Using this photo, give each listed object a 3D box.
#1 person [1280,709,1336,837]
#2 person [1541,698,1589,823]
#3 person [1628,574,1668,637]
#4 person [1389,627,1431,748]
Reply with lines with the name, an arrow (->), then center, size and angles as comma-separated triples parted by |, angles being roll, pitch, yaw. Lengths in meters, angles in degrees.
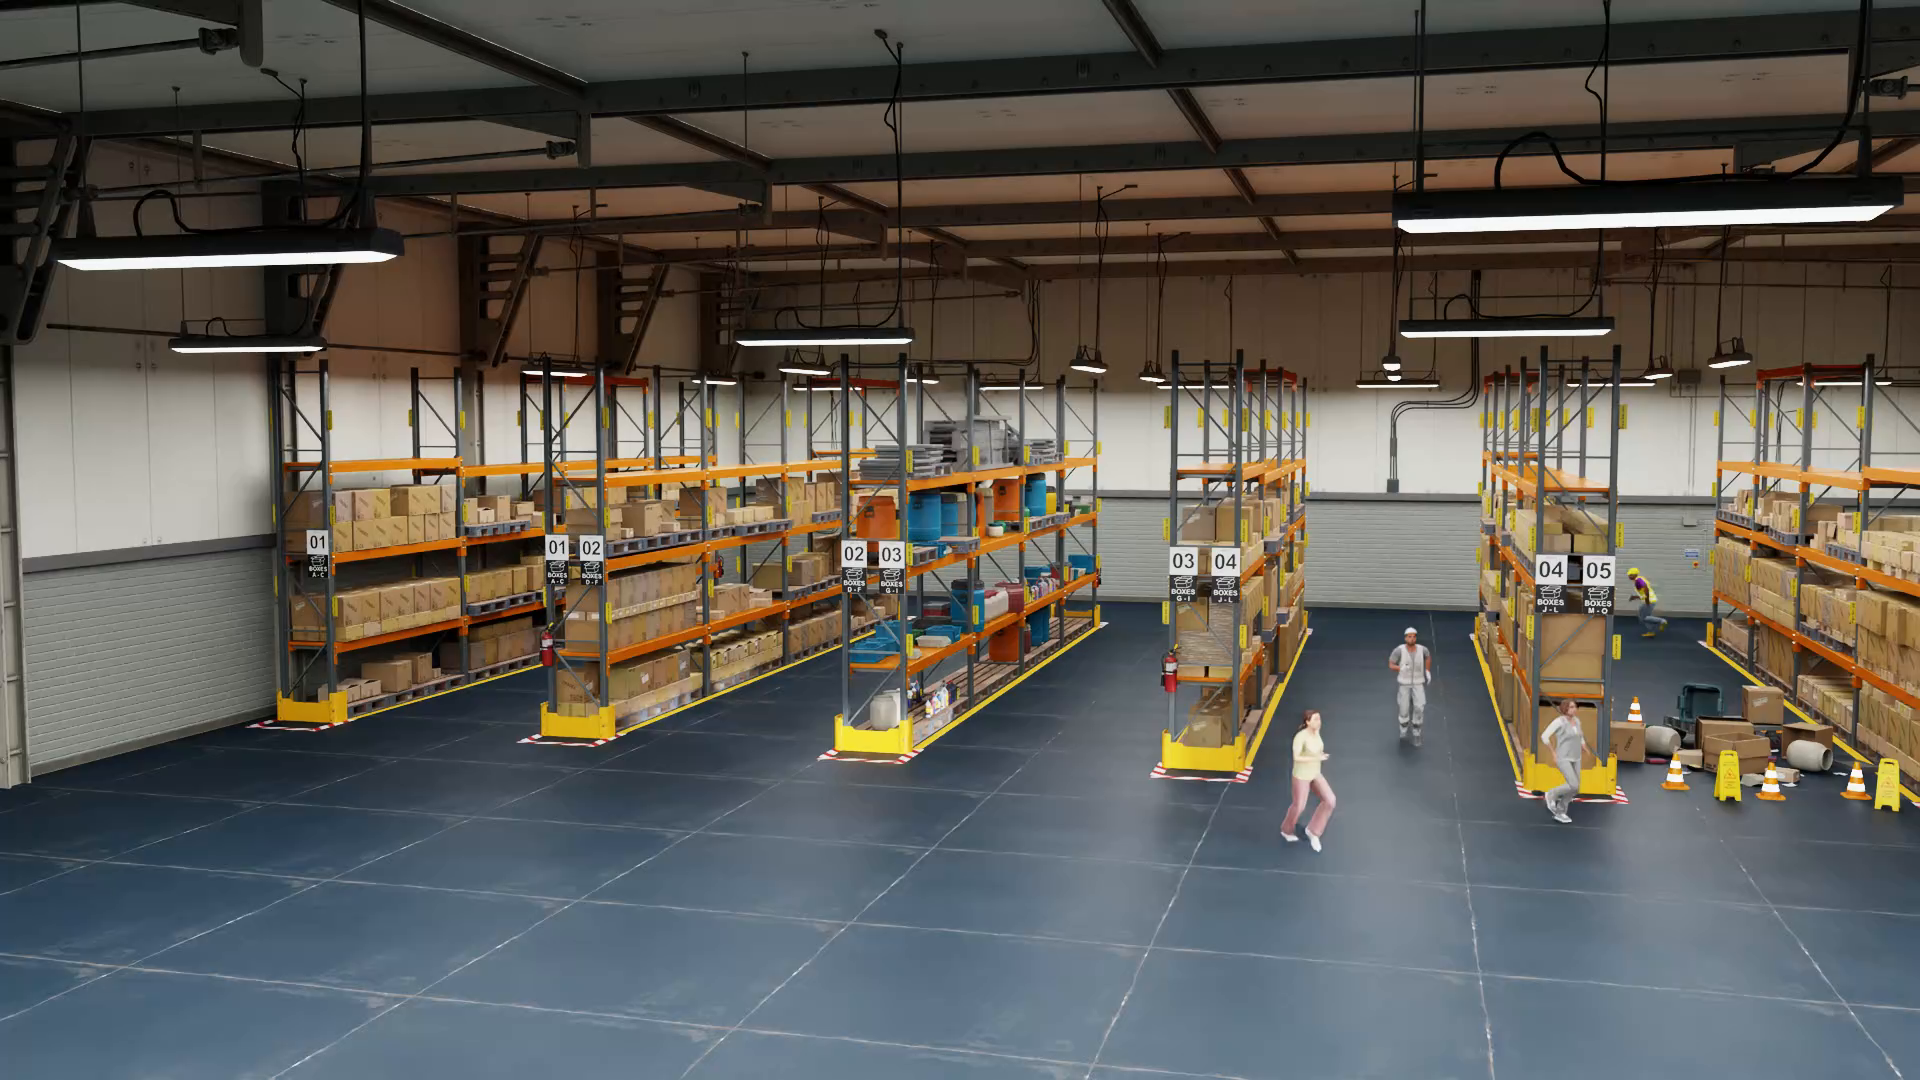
person -> 4.038, 2.717, 19.381 | 0.603, 1.547, 0.771 | -3, 5, -37
person -> 7.555, 2.744, 20.639 | 0.535, 1.557, 0.531 | -2, 5, -25
person -> 15.899, 1.512, 38.443 | 0.887, 1.486, 0.714 | 2, 5, 27
person -> 6.941, 2.267, 25.646 | 0.665, 1.852, 0.776 | 1, 4, 8
